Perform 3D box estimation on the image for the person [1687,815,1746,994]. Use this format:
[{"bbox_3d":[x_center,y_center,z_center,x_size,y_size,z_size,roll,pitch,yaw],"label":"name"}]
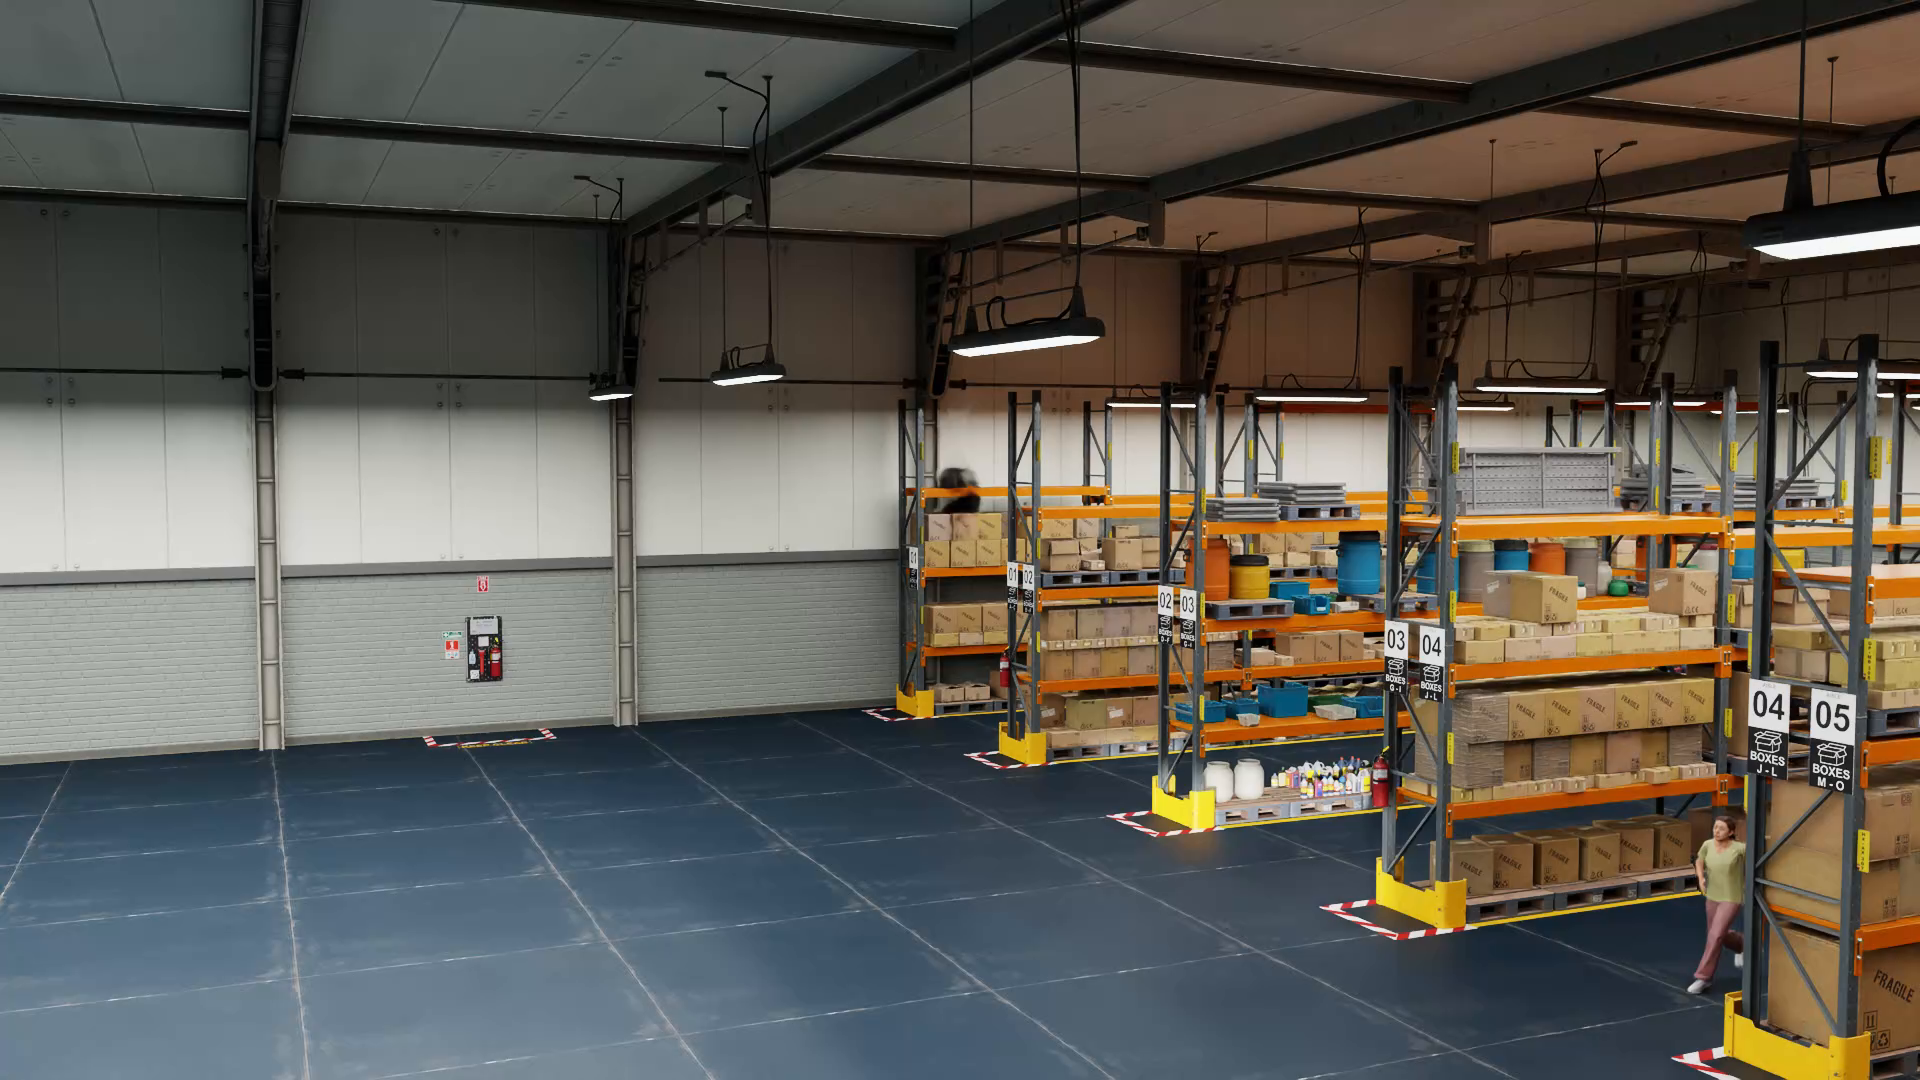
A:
[{"bbox_3d":[7.265,3.416,15.770,0.955,1.661,0.601,-2,4,-36],"label":"person"}]
